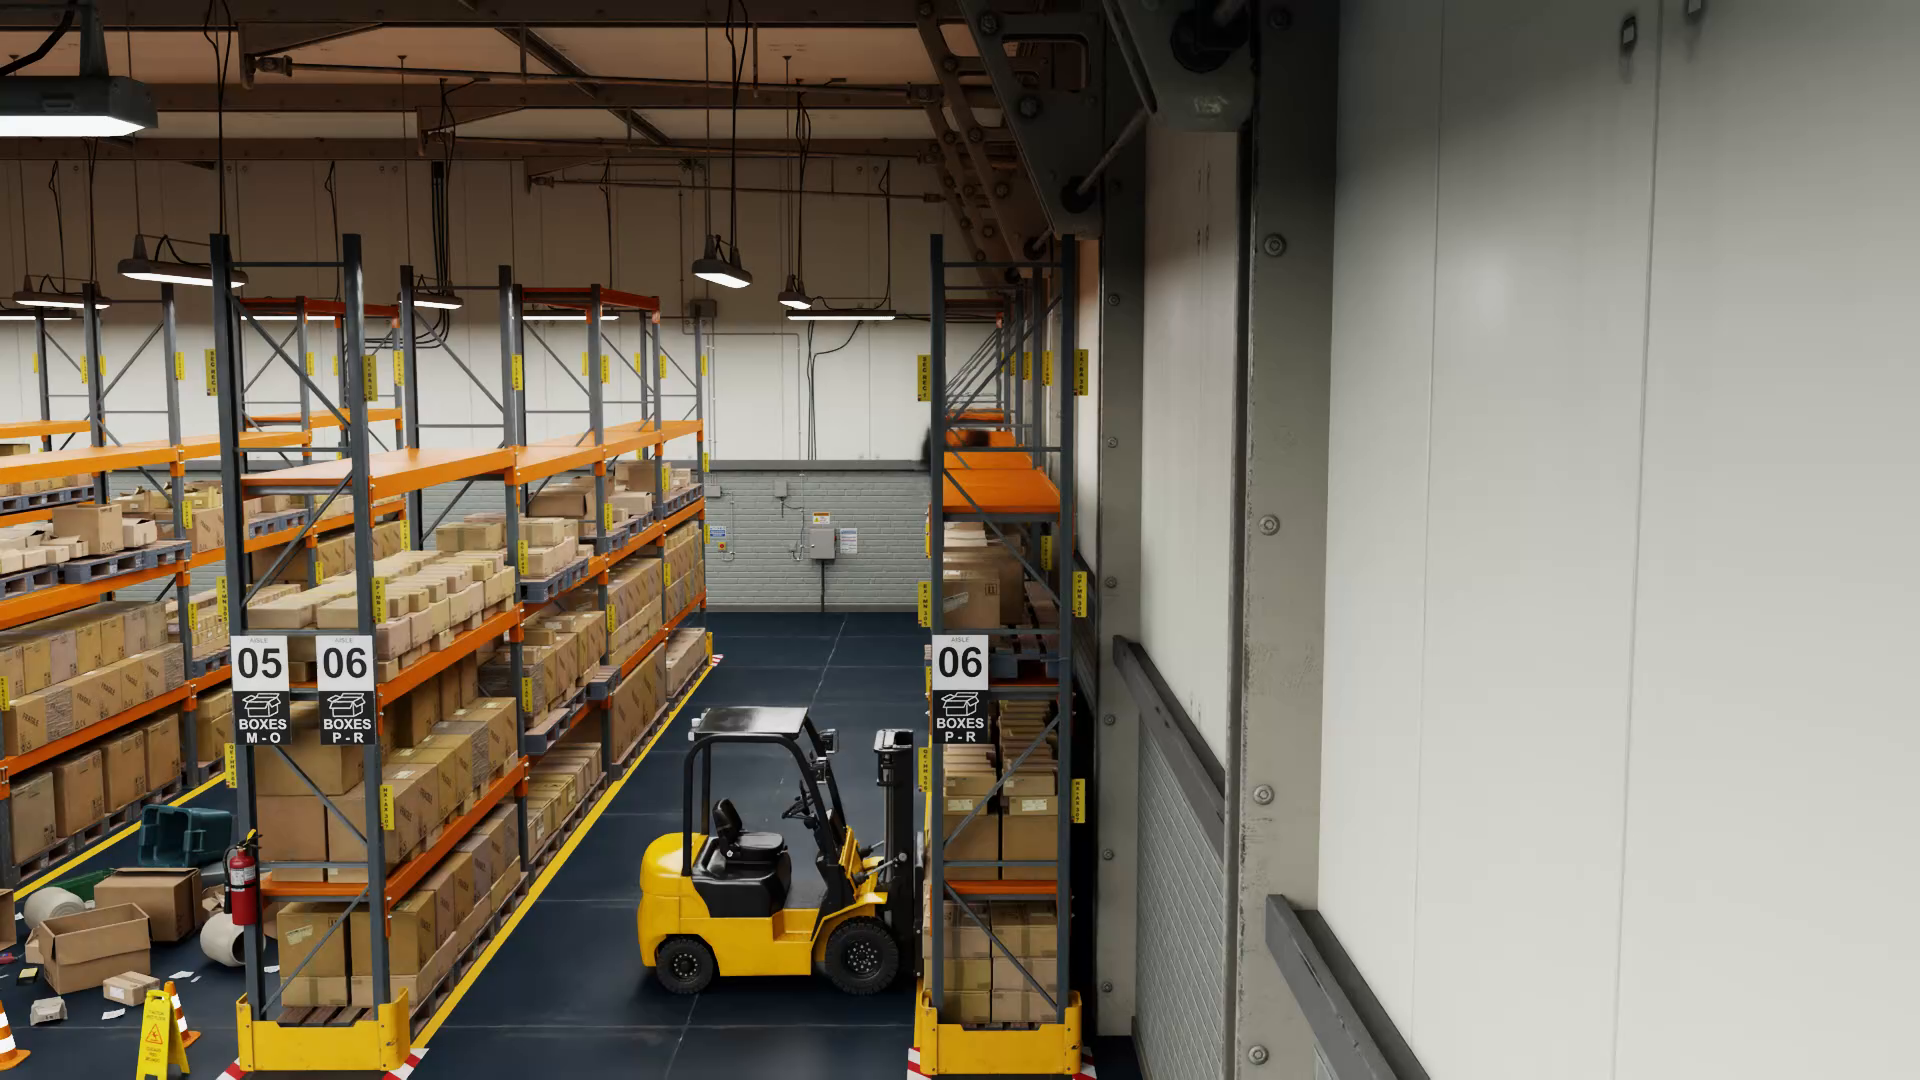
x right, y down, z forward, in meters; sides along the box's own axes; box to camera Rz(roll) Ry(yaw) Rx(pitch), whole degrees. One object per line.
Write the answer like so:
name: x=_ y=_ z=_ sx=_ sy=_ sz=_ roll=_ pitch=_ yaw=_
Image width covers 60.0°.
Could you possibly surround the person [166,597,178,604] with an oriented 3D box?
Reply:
person: x=-11.464 y=1.658 z=24.469 sx=0.613 sy=1.692 sz=0.888 roll=0 pitch=6 yaw=4
